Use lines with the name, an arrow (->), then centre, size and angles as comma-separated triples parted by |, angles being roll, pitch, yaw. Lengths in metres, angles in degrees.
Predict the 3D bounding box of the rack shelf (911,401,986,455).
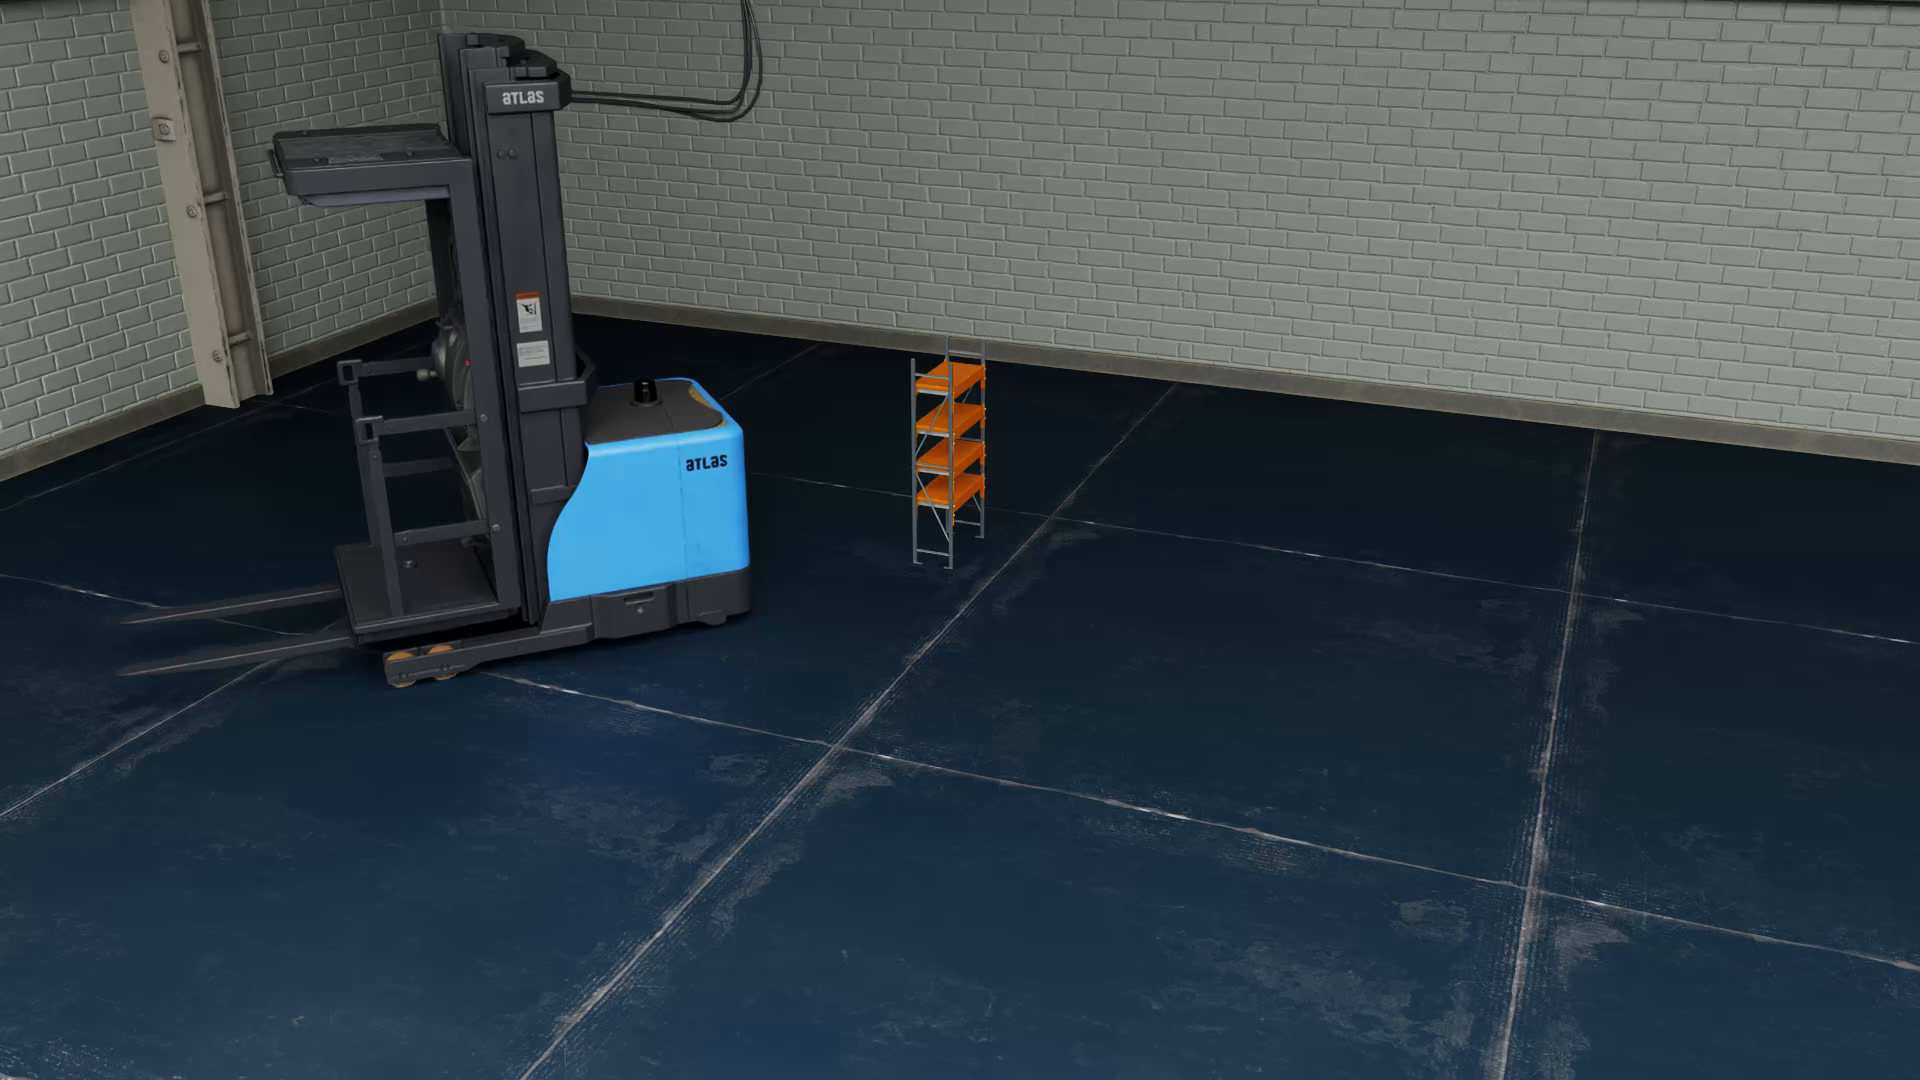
rack shelf -> -0.061, -0.639, 9.317 | 0.258, 0.148, 0.480 | 9, 24, 20

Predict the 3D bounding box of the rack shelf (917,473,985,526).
rack shelf -> -0.061, -0.249, 9.479 | 0.258, 0.148, 0.480 | 9, 24, 20

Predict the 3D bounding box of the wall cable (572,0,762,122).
wall cable -> -2.992, -4.629, 13.185 | 3.097, 2.526, 0.112 | 9, 24, 20

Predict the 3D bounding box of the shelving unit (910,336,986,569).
shelving unit -> -0.061, -0.494, 9.377 | 0.258, 1.200, 0.503 | 9, 24, 20

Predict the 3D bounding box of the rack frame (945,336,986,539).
rack frame -> 0.029, -0.582, 9.586 | 0.240, 1.200, 0.015 | 9, 24, 20

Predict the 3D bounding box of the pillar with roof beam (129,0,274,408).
pillar with roof beam -> -1.317, -4.581, 9.041 | 9.100, 9.000, 0.400 | 9, 24, 20

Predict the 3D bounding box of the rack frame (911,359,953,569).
rack frame -> -0.152, -0.407, 9.168 | 0.240, 1.200, 0.015 | 9, 24, 20

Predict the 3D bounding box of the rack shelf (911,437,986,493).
rack shelf -> -0.061, -0.432, 9.403 | 0.258, 0.148, 0.480 | 9, 24, 20

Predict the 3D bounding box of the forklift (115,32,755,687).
forklift -> -2.643, -0.872, 8.034 | 3.031, 2.935, 1.130 | -10, 25, -22

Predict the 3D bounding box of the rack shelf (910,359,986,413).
rack shelf -> -0.062, -0.857, 9.225 | 0.258, 0.148, 0.480 | 9, 24, 20
